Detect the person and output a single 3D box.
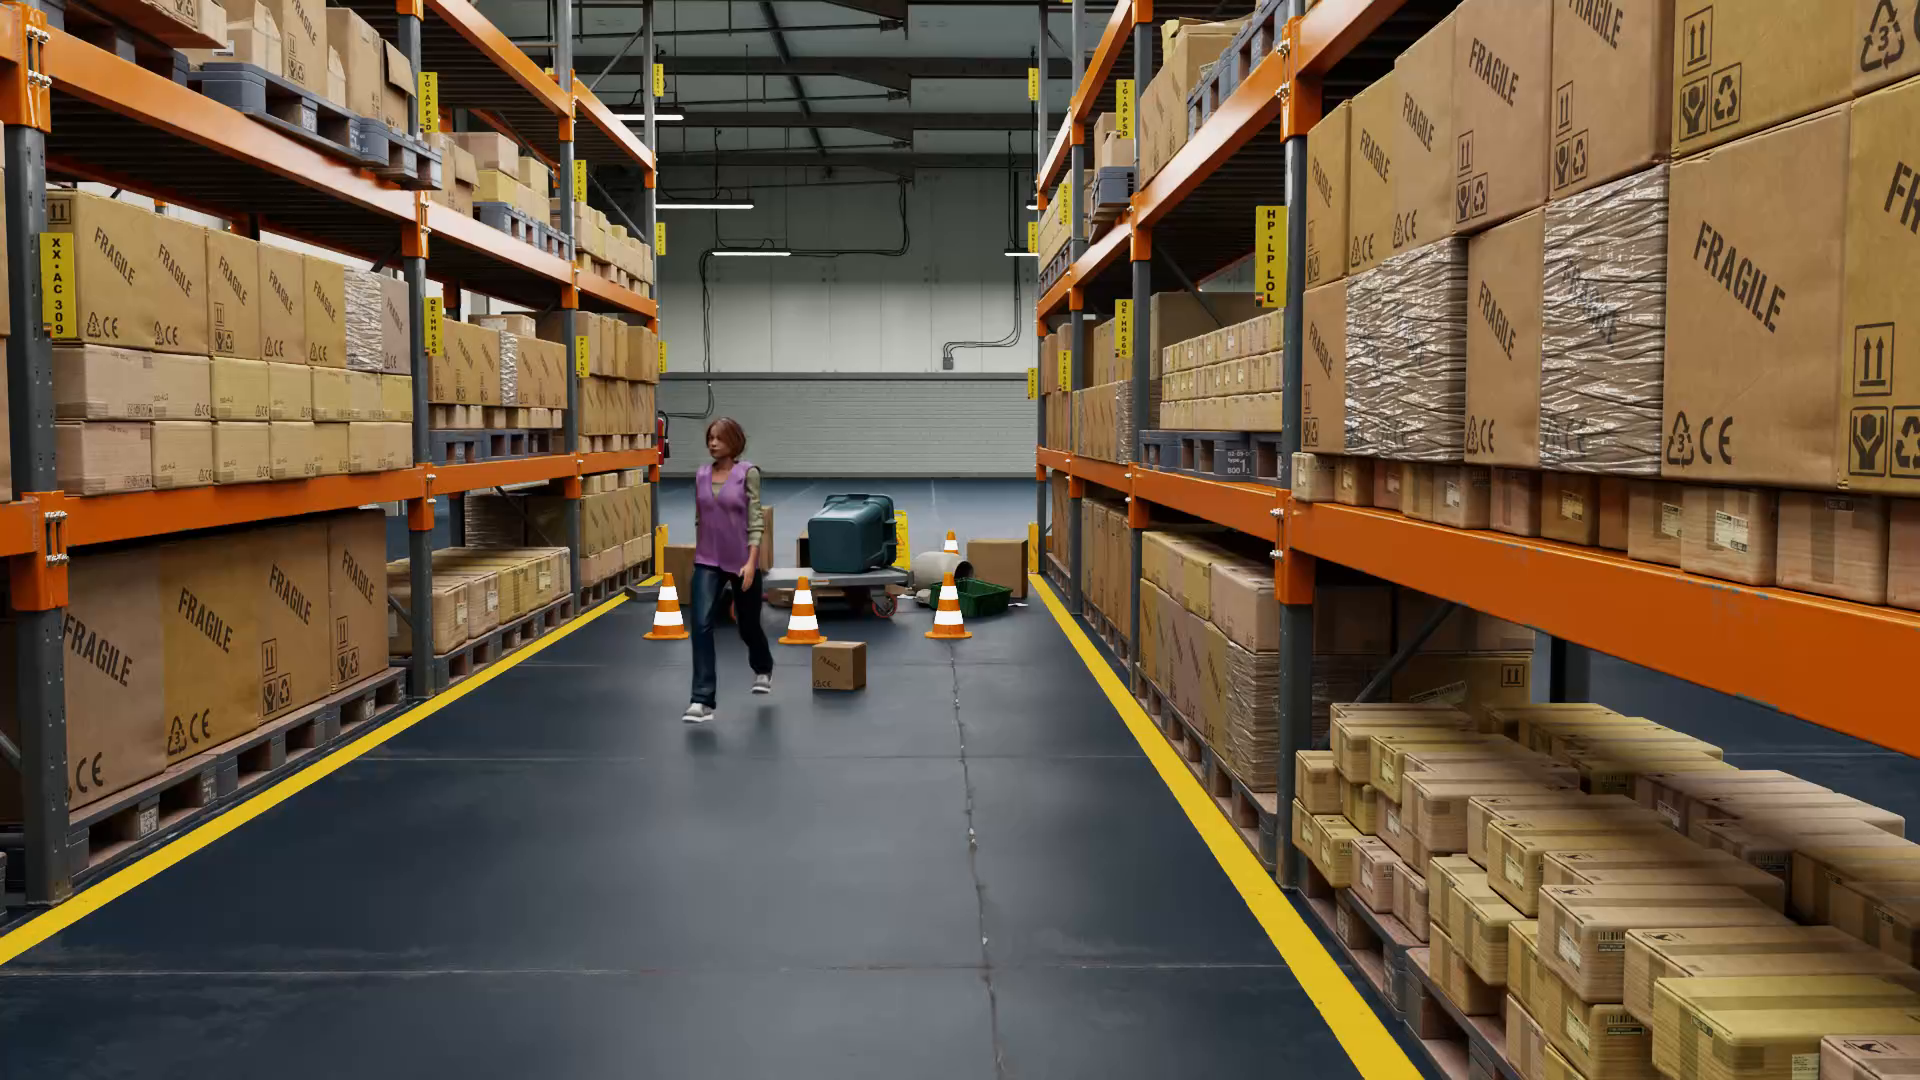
[{"bbox_3d":[-1.204,0.183,8.676,0.411,1.445,0.948,1,4,9],"label":"person"}]
